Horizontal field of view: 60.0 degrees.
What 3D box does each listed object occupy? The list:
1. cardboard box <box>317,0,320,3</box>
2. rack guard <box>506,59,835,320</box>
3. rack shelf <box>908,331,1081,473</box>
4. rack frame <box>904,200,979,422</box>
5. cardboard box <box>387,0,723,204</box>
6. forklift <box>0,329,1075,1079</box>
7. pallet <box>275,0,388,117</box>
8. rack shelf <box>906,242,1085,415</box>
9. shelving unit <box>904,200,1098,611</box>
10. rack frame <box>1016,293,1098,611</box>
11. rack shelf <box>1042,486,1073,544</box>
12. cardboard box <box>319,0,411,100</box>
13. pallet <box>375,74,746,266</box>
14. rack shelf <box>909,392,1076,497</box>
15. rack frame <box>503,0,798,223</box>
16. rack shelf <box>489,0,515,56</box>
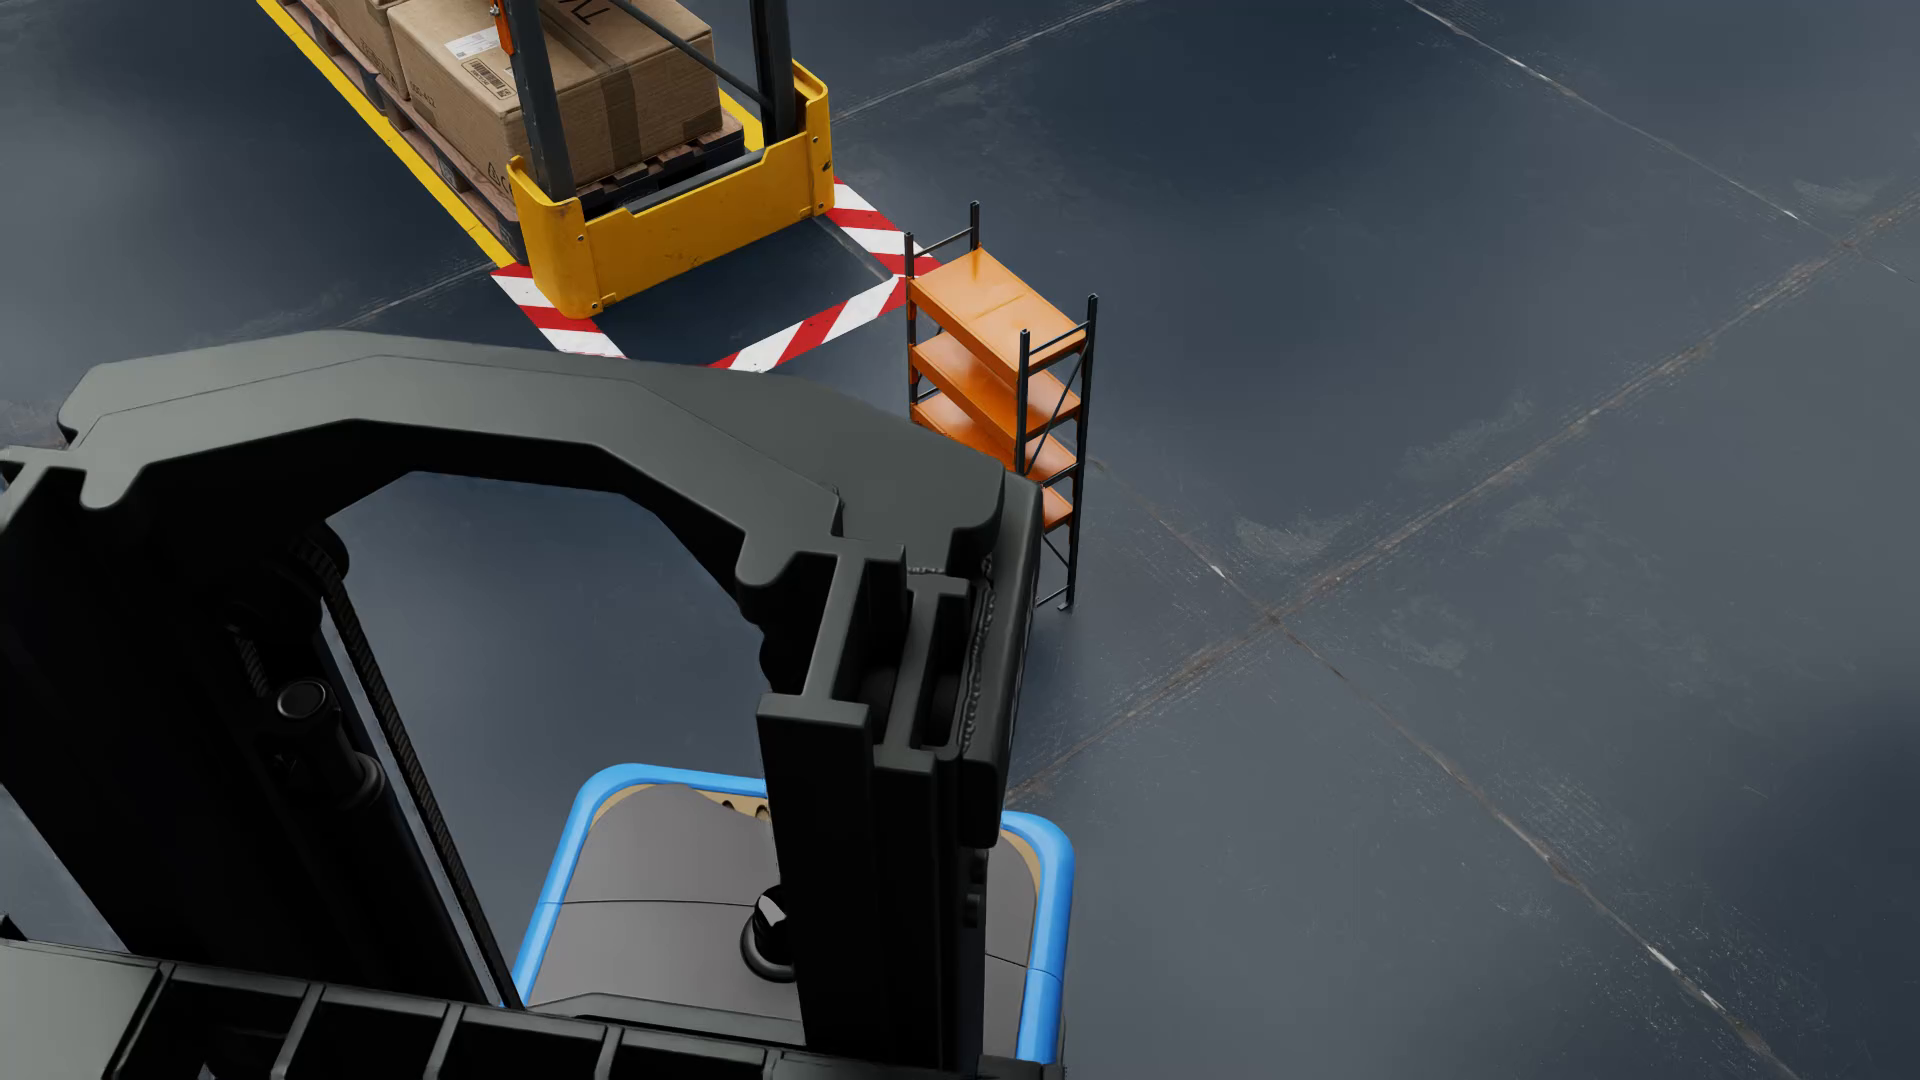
[{"bbox_3d":[-2.625,-2.848,7.253,0.875,0.438,0.875,-31,55,-25],"label":"cardboard box"},{"bbox_3d":[-1.025,-1.301,6.092,1.175,0.500,0.348,-29,54,-24],"label":"rack guard"},{"bbox_3d":[0.100,-0.410,4.601,0.258,0.148,0.480,-29,54,-24],"label":"rack shelf"},{"bbox_3d":[-0.048,-0.449,4.847,0.240,1.200,0.015,-29,54,-24],"label":"rack frame"},{"bbox_3d":[-1.519,-1.779,6.284,0.875,0.438,0.875,-31,55,-25],"label":"cardboard box"},{"bbox_3d":[-0.488,1.319,2.076,1.130,2.935,3.031,6,48,6],"label":"forklift"},{"bbox_3d":[-2.321,-2.373,7.259,1.003,0.211,1.213,-29,54,-24],"label":"pallet"},{"bbox_3d":[0.100,-0.569,4.426,0.258,0.148,0.480,-29,54,-24],"label":"rack shelf"},{"bbox_3d":[0.100,-0.305,4.717,0.258,1.200,0.503,-29,54,-24],"label":"shelving unit"},{"bbox_3d":[0.248,-0.162,4.587,0.240,1.200,0.015,-29,54,-24],"label":"rack frame"},{"bbox_3d":[0.100,-0.127,4.914,0.258,0.148,0.480,-29,54,-24],"label":"rack shelf"},{"bbox_3d":[-2.080,-2.315,6.770,0.875,0.438,0.875,-28,54,-23],"label":"cardboard box"},{"bbox_3d":[-1.586,-1.654,6.607,1.003,0.211,1.213,-29,54,-24],"label":"pallet"},{"bbox_3d":[0.100,-0.260,4.767,0.258,0.148,0.480,-29,54,-24],"label":"rack shelf"},{"bbox_3d":[-1.040,-2.155,5.179,1.000,3.000,0.127,-29,54,-24],"label":"rack frame"},{"bbox_3d":[-2.251,-3.092,6.514,1.077,0.370,4.000,-29,54,-24],"label":"rack shelf"}]
